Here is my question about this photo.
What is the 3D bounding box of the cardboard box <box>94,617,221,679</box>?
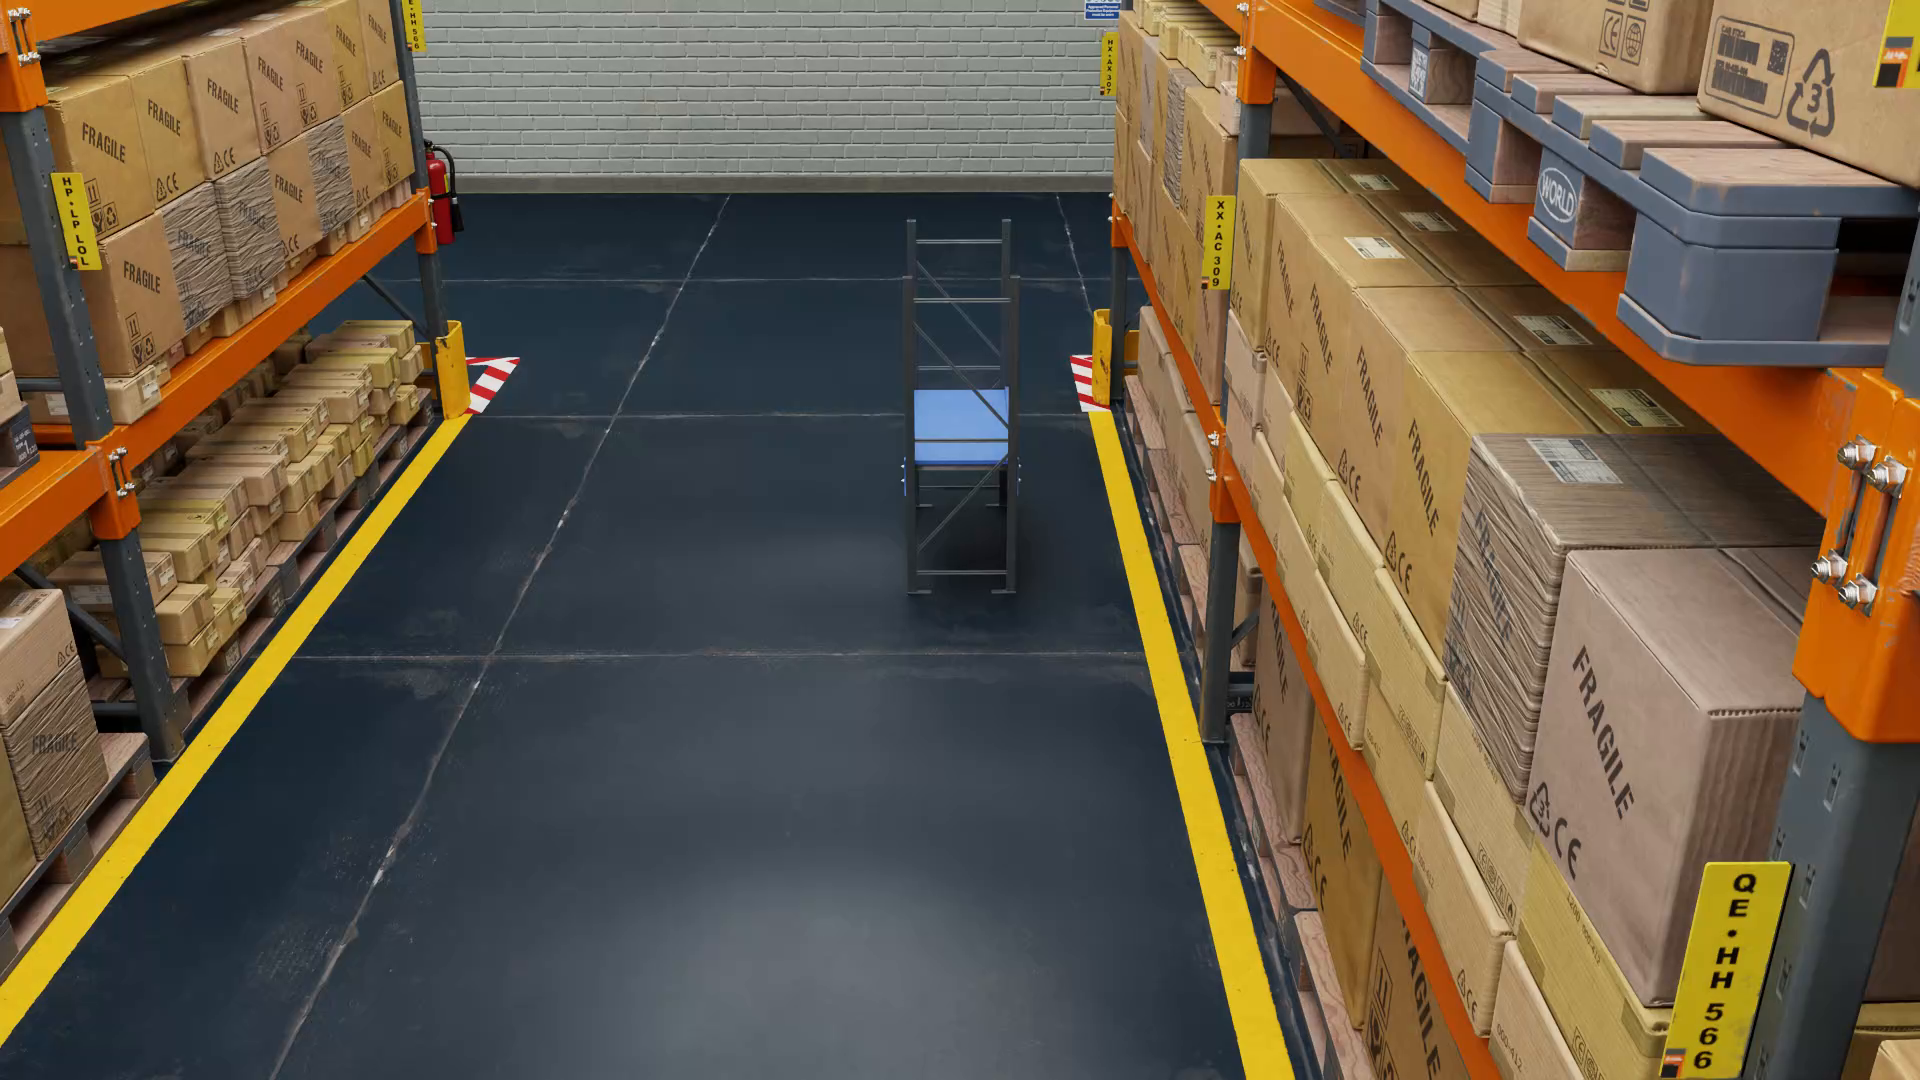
[{"bbox_3d":[-3.188,0.426,6.619,0.380,0.149,0.250,-1,24,-3],"label":"cardboard box"}]

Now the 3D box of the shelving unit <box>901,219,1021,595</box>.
[{"bbox_3d":[0.001,-0.648,7.863,0.538,1.500,1.048,0,24,-1],"label":"shelving unit"}]

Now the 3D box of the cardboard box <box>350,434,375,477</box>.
[{"bbox_3d":[-3.232,-0.434,8.519,0.380,0.149,0.250,-1,24,-3],"label":"cardboard box"}]

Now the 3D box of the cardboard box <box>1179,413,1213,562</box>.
[{"bbox_3d":[1.534,-0.246,7.754,0.875,0.438,0.875,-1,24,-2],"label":"cardboard box"}]

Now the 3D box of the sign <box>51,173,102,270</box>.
[{"bbox_3d":[-2.950,-1.062,5.553,0.100,0.325,0.005,0,24,-1],"label":"sign"}]

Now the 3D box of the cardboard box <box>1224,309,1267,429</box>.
[{"bbox_3d":[1.167,-0.571,5.448,0.500,0.250,0.500,-1,24,-2],"label":"cardboard box"}]

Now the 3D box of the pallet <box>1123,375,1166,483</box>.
[{"bbox_3d":[1.487,-0.643,9.415,1.003,0.211,1.213,0,24,-1],"label":"pallet"}]

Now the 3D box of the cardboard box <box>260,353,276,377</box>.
[{"bbox_3d":[-3.885,-0.907,8.844,0.380,0.149,0.250,0,24,-1],"label":"cardboard box"}]

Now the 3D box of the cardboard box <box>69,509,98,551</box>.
[{"bbox_3d":[-3.821,-0.047,6.942,0.380,0.149,0.250,0,24,-1],"label":"cardboard box"}]

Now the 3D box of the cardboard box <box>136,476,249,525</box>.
[{"bbox_3d":[-3.323,-0.162,7.196,0.380,0.149,0.250,-1,24,-2],"label":"cardboard box"}]

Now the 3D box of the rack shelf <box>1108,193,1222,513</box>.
[{"bbox_3d":[1.422,-1.091,7.895,1.077,0.370,4.000,0,24,-1],"label":"rack shelf"}]

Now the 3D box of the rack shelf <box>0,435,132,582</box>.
[{"bbox_3d":[-3.483,0.621,4.109,1.077,0.370,4.000,0,24,-1],"label":"rack shelf"}]

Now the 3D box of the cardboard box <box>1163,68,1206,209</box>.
[{"bbox_3d":[1.150,-1.707,7.051,0.500,0.500,0.500,0,24,0],"label":"cardboard box"}]

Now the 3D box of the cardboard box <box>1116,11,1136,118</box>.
[{"bbox_3d":[1.120,-2.545,8.902,0.500,0.500,0.500,-1,24,-2],"label":"cardboard box"}]

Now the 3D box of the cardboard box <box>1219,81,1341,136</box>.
[{"bbox_3d":[1.122,-1.516,5.841,0.380,0.149,0.250,-1,24,-2],"label":"cardboard box"}]

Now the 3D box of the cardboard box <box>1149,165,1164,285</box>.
[{"bbox_3d":[1.161,-1.465,7.727,0.500,0.500,0.500,1,24,1],"label":"cardboard box"}]

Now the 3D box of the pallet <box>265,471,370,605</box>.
[{"bbox_3d":[-3.564,-0.040,8.083,1.003,0.211,1.213,0,24,-1],"label":"pallet"}]

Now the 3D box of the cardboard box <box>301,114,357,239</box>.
[{"bbox_3d":[-3.271,-1.755,8.007,0.500,0.500,0.500,0,24,0],"label":"cardboard box"}]

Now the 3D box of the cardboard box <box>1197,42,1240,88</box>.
[{"bbox_3d":[1.175,-1.936,6.768,0.380,0.149,0.250,0,24,-1],"label":"cardboard box"}]

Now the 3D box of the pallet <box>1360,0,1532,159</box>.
[{"bbox_3d":[1.412,-0.953,3.305,1.003,0.211,1.213,1,24,2],"label":"pallet"}]

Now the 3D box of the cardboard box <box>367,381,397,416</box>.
[{"bbox_3d":[-3.250,-0.776,8.915,0.380,0.149,0.250,-1,24,-3],"label":"cardboard box"}]

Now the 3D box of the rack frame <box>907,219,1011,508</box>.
[{"bbox_3d":[-0.005,-0.858,8.326,0.500,1.500,0.032,0,24,-1],"label":"rack frame"}]

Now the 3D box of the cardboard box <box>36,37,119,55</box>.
[{"bbox_3d":[-3.783,-1.784,6.858,0.500,0.500,0.500,0,24,1],"label":"cardboard box"}]

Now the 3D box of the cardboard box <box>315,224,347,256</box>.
[{"bbox_3d":[-3.280,-1.512,8.257,0.380,0.149,0.250,-1,24,-3],"label":"cardboard box"}]

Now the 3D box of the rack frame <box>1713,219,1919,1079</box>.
[{"bbox_3d":[1.487,1.054,2.280,1.000,3.000,0.127,0,24,-1],"label":"rack frame"}]

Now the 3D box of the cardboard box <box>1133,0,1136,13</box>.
[{"bbox_3d":[1.127,-2.892,8.882,0.380,0.149,0.250,0,24,1],"label":"cardboard box"}]

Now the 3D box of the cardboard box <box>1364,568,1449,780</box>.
[{"bbox_3d":[1.193,0.274,3.580,0.500,0.250,0.500,-1,24,-2],"label":"cardboard box"}]

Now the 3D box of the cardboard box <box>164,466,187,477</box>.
[{"bbox_3d":[-3.772,-0.228,7.702,0.380,0.149,0.250,-1,24,-3],"label":"cardboard box"}]

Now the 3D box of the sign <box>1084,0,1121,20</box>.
[{"bbox_3d":[1.266,-4.714,14.705,0.327,0.218,0.001,0,24,-1],"label":"sign"}]

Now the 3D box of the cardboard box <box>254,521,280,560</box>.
[{"bbox_3d":[-3.336,-0.001,7.563,0.380,0.149,0.250,-1,24,-3],"label":"cardboard box"}]

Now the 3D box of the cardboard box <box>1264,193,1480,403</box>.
[{"bbox_3d":[1.194,-0.703,4.830,0.500,0.500,0.500,0,24,-1],"label":"cardboard box"}]

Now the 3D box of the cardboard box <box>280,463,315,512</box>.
[{"bbox_3d":[-3.239,-0.242,7.735,0.380,0.149,0.250,0,24,-1],"label":"cardboard box"}]

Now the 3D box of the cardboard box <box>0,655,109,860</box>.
[{"bbox_3d":[-3.245,0.721,5.540,0.500,0.500,0.500,-1,24,-2],"label":"cardboard box"}]

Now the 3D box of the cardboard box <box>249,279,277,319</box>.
[{"bbox_3d":[-3.244,-1.077,7.295,0.380,0.149,0.250,1,24,2],"label":"cardboard box"}]

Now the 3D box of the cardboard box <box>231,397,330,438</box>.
[{"bbox_3d":[-3.324,-0.589,8.140,0.380,0.149,0.250,-1,24,-2],"label":"cardboard box"}]

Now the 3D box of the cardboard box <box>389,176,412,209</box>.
[{"bbox_3d":[-3.262,-1.931,9.185,0.380,0.149,0.250,0,24,0],"label":"cardboard box"}]

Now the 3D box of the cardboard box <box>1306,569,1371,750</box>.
[{"bbox_3d":[1.178,0.287,4.157,0.500,0.250,0.500,-1,24,-1],"label":"cardboard box"}]

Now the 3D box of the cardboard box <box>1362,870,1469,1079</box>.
[{"bbox_3d":[1.557,1.178,4.074,0.875,0.875,0.875,0,24,0],"label":"cardboard box"}]

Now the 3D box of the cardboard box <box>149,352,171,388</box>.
[{"bbox_3d":[-3.258,-0.640,6.331,0.380,0.149,0.250,0,24,1],"label":"cardboard box"}]

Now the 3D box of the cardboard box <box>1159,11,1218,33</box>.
[{"bbox_3d":[1.127,-2.357,7.700,0.380,0.149,0.250,0,24,0],"label":"cardboard box"}]

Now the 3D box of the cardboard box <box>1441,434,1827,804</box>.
[{"bbox_3d":[1.206,0.130,2.989,0.500,0.500,0.500,0,24,0],"label":"cardboard box"}]

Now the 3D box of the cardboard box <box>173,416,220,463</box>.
[{"bbox_3d":[-3.750,-0.479,7.898,0.380,0.149,0.250,0,24,0],"label":"cardboard box"}]

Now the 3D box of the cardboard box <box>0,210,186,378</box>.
[{"bbox_3d":[-3.258,-0.917,6.155,0.500,0.500,0.500,-1,24,-2],"label":"cardboard box"}]

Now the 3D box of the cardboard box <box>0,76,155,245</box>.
[{"bbox_3d":[-3.266,-1.354,5.908,0.500,0.500,0.500,0,24,1],"label":"cardboard box"}]

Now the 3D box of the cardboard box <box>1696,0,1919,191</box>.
[{"bbox_3d":[1.332,-0.706,1.896,0.797,0.503,0.637,-2,24,-4],"label":"cardboard box"}]

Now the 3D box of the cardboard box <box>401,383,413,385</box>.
[{"bbox_3d":[-3.334,-0.855,9.451,0.380,0.149,0.250,0,24,0],"label":"cardboard box"}]

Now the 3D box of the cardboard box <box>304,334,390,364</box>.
[{"bbox_3d":[-3.344,-1.021,9.096,0.380,0.149,0.250,0,24,0],"label":"cardboard box"}]

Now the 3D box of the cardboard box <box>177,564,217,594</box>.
[{"bbox_3d":[-3.281,0.187,6.786,0.380,0.149,0.250,0,24,0],"label":"cardboard box"}]

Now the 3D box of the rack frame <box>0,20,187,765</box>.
[{"bbox_3d":[-3.505,-0.530,5.783,1.000,3.000,0.127,0,24,-1],"label":"rack frame"}]

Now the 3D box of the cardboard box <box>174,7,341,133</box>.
[{"bbox_3d":[-3.275,-2.205,7.790,0.500,0.500,0.500,1,24,2],"label":"cardboard box"}]
